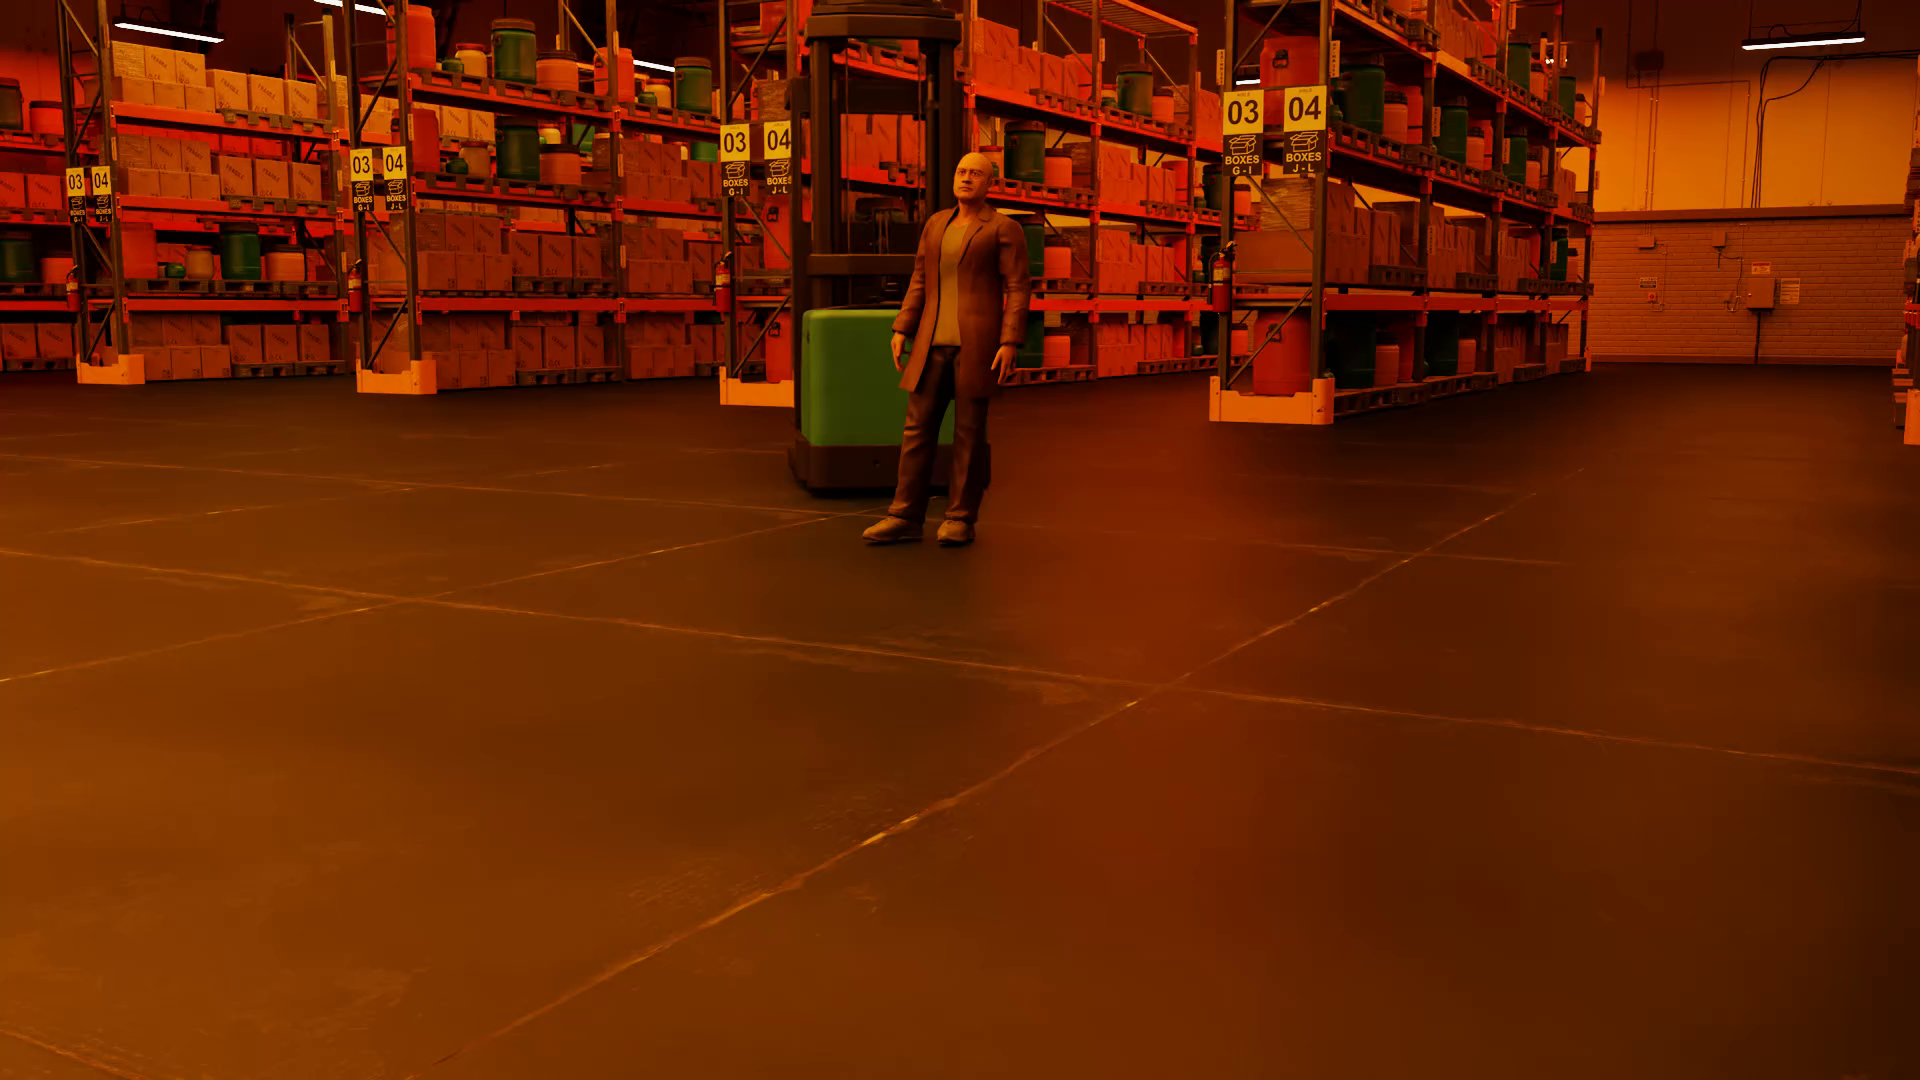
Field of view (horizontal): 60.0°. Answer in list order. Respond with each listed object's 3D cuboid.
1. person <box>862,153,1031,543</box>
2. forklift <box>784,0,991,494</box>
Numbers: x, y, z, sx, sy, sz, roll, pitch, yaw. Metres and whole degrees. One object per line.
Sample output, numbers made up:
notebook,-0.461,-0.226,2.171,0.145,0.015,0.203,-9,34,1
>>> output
person,-0.048,-0.877,7.615,0.694,1.776,0.582,4,9,29
forklift,-0.557,-1.888,10.774,1.130,2.935,3.031,-1,8,-9
